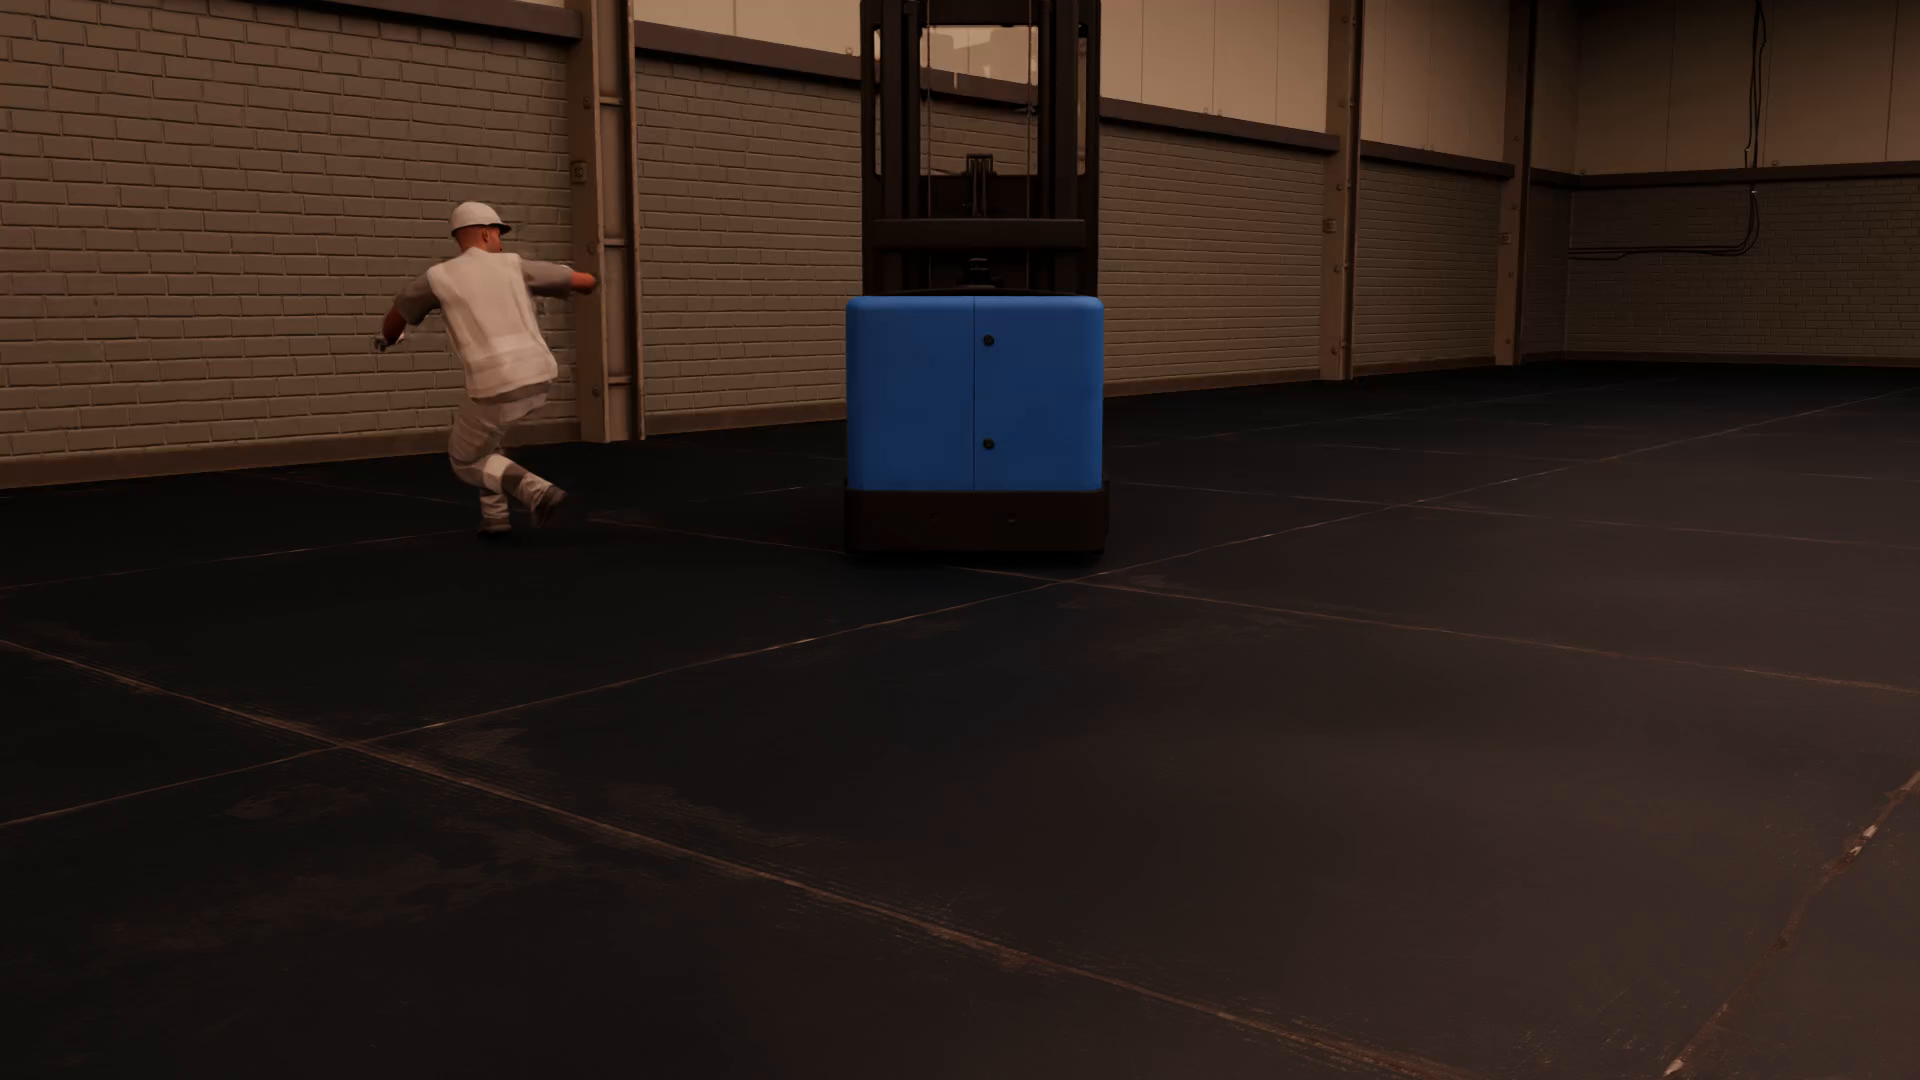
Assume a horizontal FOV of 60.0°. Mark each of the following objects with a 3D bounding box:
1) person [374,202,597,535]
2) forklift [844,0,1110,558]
[{"bbox_3d":[-2.100,-0.755,7.465,1.092,1.489,0.812,8,11,43],"label":"person"},{"bbox_3d":[0.101,-1.553,7.898,1.130,2.935,3.031,0,8,2],"label":"forklift"}]
